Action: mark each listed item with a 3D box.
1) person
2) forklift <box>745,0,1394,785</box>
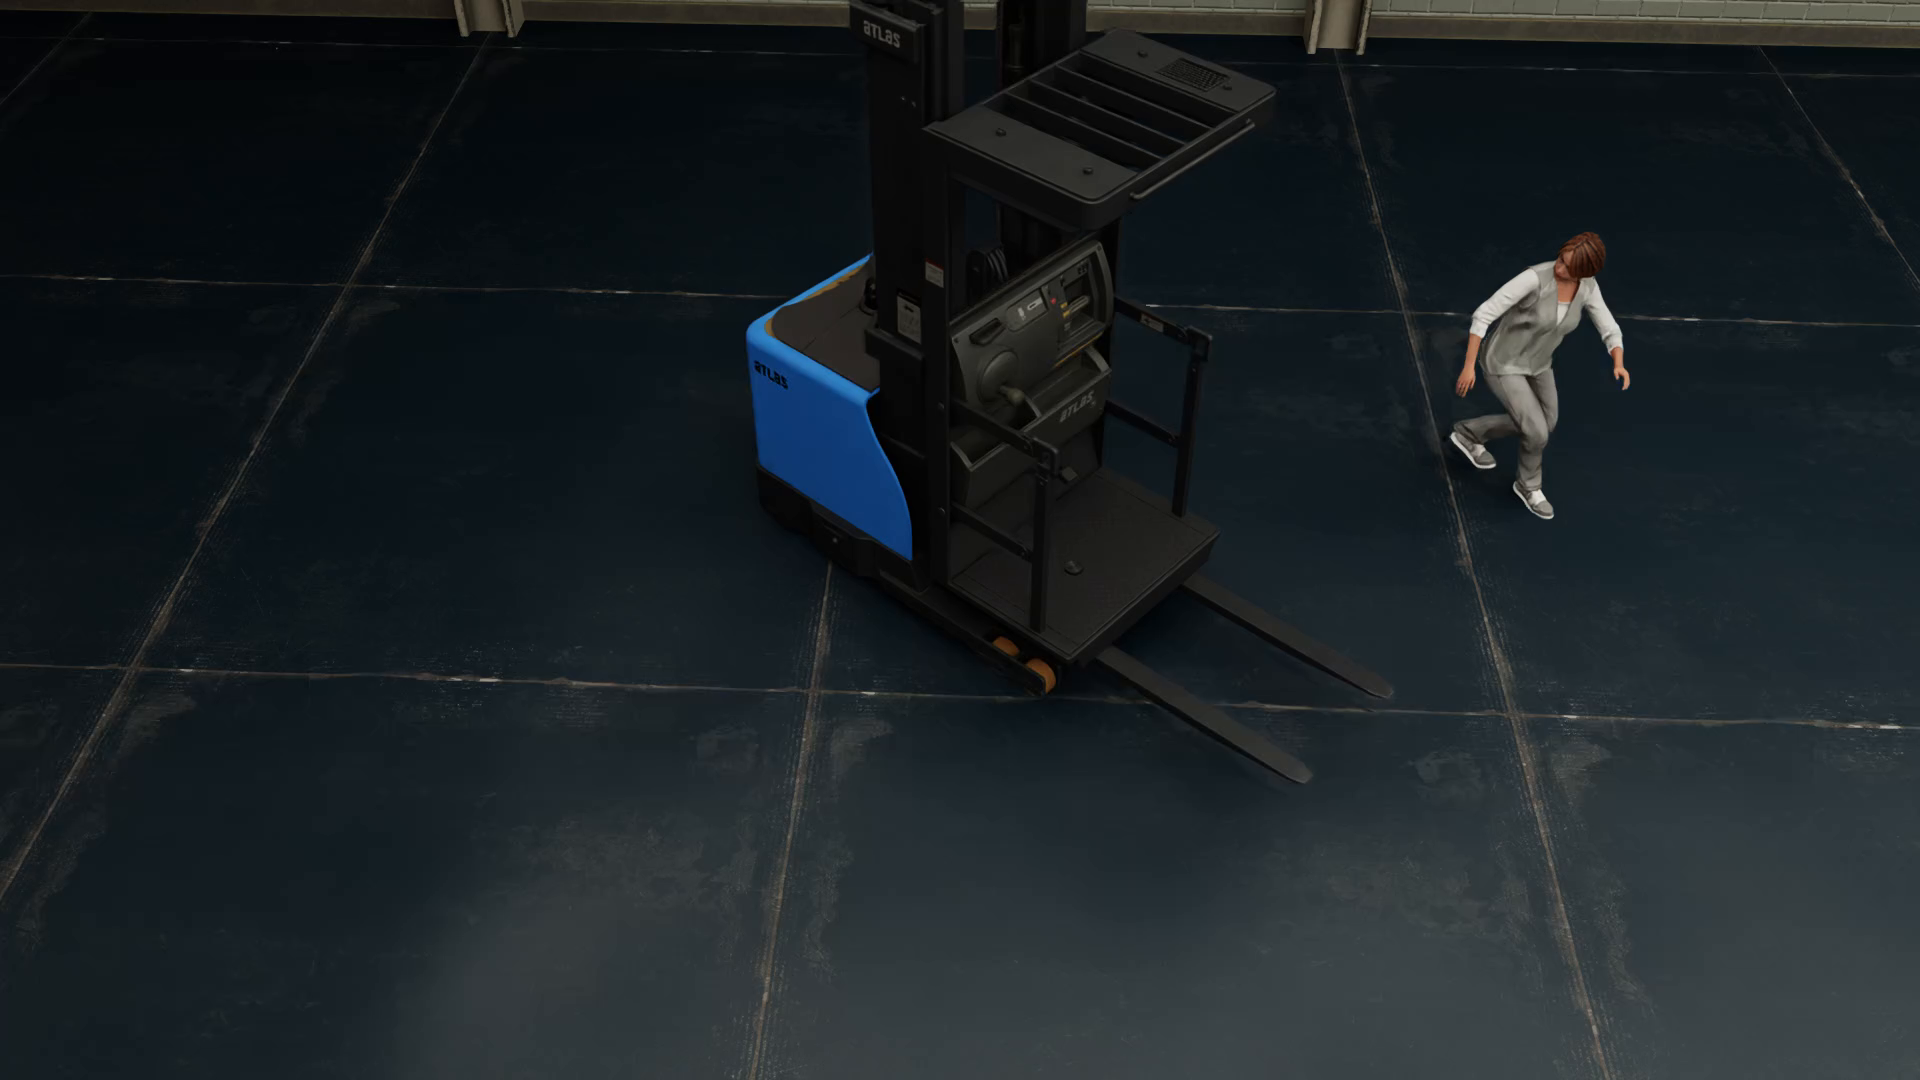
[{"bbox_3d":[2.627,-0.734,7.644,0.744,1.474,0.774,-20,46,-21],"label":"person"},{"bbox_3d":[0.459,-0.809,6.629,3.031,2.935,1.130,31,51,30],"label":"forklift"}]
